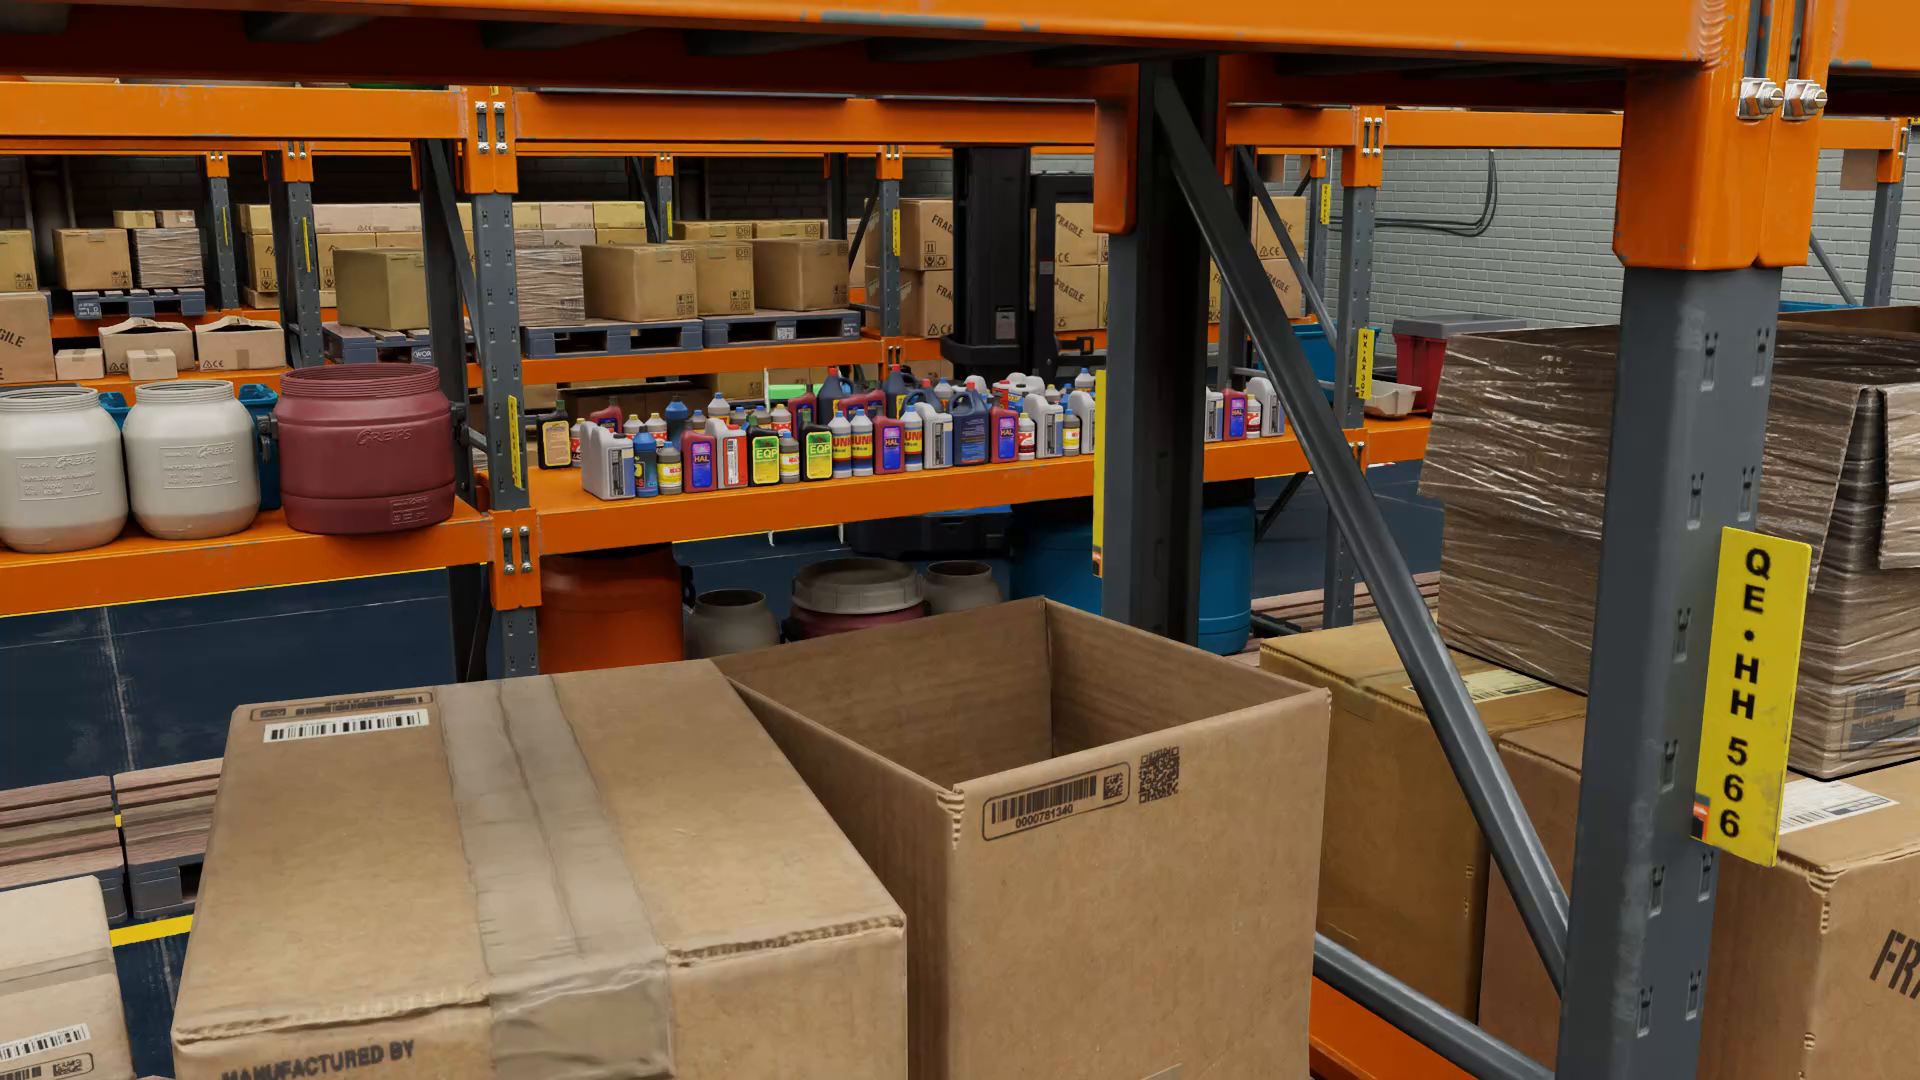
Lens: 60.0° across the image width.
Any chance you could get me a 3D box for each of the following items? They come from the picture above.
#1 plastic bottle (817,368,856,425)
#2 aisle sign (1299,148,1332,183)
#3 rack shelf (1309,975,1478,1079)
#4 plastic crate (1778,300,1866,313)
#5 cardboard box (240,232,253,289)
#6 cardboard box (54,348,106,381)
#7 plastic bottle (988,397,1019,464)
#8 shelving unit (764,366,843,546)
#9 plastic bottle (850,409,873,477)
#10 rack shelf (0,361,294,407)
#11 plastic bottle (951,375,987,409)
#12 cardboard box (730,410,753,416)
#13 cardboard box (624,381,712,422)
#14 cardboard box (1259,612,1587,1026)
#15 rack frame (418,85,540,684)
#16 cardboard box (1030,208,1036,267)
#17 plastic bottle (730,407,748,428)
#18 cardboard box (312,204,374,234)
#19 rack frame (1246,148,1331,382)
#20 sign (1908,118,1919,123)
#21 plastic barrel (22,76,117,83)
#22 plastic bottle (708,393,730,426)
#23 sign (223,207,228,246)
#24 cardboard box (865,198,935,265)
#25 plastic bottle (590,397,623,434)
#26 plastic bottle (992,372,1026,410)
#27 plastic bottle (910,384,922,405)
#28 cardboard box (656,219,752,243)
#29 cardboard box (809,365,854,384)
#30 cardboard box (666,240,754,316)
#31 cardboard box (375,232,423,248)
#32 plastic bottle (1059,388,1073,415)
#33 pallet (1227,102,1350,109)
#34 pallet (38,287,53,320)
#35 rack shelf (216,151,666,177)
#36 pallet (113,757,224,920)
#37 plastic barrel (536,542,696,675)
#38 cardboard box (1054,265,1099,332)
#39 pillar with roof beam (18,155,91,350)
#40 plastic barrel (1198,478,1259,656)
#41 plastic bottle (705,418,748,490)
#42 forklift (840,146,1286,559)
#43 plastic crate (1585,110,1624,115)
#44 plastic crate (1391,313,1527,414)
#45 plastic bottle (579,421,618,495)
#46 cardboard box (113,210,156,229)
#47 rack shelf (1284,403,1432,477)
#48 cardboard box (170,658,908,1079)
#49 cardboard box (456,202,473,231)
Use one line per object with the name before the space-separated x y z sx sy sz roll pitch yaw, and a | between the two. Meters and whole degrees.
plastic bottle | -0.555 -0.607 7.589 0.185 0.351 0.144 -7 14 -28
aisle sign | 2.990 -3.391 13.923 0.004 0.787 0.394 -7 14 -28
rack shelf | 2.260 0.717 3.229 4.000 0.370 1.077 -7 14 -28
plastic crate | 4.949 -1.195 9.869 0.499 0.435 0.616 -7 14 -28
cardboard box | -6.327 -2.591 15.340 0.500 0.500 0.500 -7 14 -28
cardboard box | -5.331 -1.065 10.083 0.250 0.149 0.380 -6 14 -24
plastic bottle | 0.185 -0.475 7.153 0.133 0.283 0.061 -7 14 -28
shelving unit | -1.075 -0.577 11.441 0.503 1.200 0.258 -2 13 -10
plastic bottle | -0.408 -0.402 6.858 0.097 0.271 0.097 0 13 0
rack shelf | -5.994 -0.771 9.844 4.000 0.370 1.077 -7 14 -28
plastic bottle | 0.037 -0.641 7.908 0.135 0.276 0.152 -7 14 -28
cardboard box | -1.732 -0.687 12.519 0.500 0.500 0.500 -7 14 -27
cardboard box | -2.147 -1.005 12.228 0.500 0.250 0.500 -7 14 -28
cardboard box | 0.819 0.428 2.647 0.500 0.500 0.500 -6 14 -26
rack frame | -1.869 -0.378 6.456 0.127 3.000 1.000 -7 14 -28
cardboard box | 0.273 -2.340 12.669 0.500 0.500 0.500 -7 15 -30
plastic bottle | -0.978 -0.490 7.406 0.097 0.201 0.097 0 13 0
cardboard box | -5.622 -2.911 15.055 0.500 0.250 0.500 -7 14 -29
rack frame | 2.783 -2.174 14.439 0.127 3.000 1.000 -7 14 -28
sign | 5.431 -2.527 9.414 0.005 0.325 0.100 -7 14 -28
plastic barrel | -2.873 -1.595 5.348 0.301 0.262 0.301 0 13 0
plastic bottle | -1.064 -0.514 7.353 0.097 0.271 0.097 0 13 0
sign | -6.347 -2.710 14.361 0.005 0.325 0.100 -7 14 -28
cardboard box | -0.408 -2.393 12.907 0.500 0.500 0.500 -7 14 -28
plastic bottle | -1.515 -0.470 7.131 0.133 0.283 0.061 -7 14 -28
plastic bottle | 0.241 -0.665 8.017 0.135 0.276 0.152 -7 14 -28
plastic bottle | -0.180 -0.584 7.663 0.097 0.271 0.097 0 13 0
cardboard box | -2.621 -2.908 17.016 0.700 0.700 0.980 -7 14 -27
cardboard box | -1.505 -1.858 17.770 0.500 0.500 0.700 -6 14 -27
cardboard box | -1.824 -1.916 12.107 0.500 0.500 0.700 -4 13 -19
cardboard box | -5.166 -2.598 15.370 0.500 0.500 0.500 -7 14 -28
plastic bottle | 0.494 -0.549 7.508 0.097 0.271 0.097 0 13 0
pallet | 1.001 -2.069 7.567 1.003 0.211 1.213 -7 14 -28
pallet | -8.333 -1.977 14.000 1.213 0.211 1.003 -7 14 -28
rack shelf | -4.860 -3.610 15.624 4.000 0.370 1.077 -7 14 -28
pallet | -2.567 1.057 6.433 1.213 0.211 1.003 -7 14 -28
plastic barrel | -1.447 0.421 6.891 0.708 0.830 0.600 -7 14 -28
cardboard box | 0.738 -1.910 13.037 0.500 0.500 0.500 -7 14 -28
pillar with roof beam | -6.108 -4.414 10.728 0.400 9.000 9.100 -7 14 -28
plastic barrel | 1.157 0.074 8.270 0.708 0.901 0.600 -7 14 -28
plastic bottle | -0.928 -0.349 6.611 0.135 0.276 0.152 -7 14 -28
forklift | 0.716 -1.441 11.337 3.031 2.935 1.130 -2 13 -10
plastic crate | 3.458 -2.289 8.717 0.530 0.136 0.437 -7 14 -28
plastic crate | 2.546 -0.905 8.515 0.583 0.464 0.402 -7 14 -28
plastic bottle | -1.407 -0.330 6.525 0.135 0.276 0.152 -7 14 -28
cardboard box | -7.179 -2.788 14.459 0.250 0.149 0.380 -10 16 -37
rack shelf | 3.398 -0.658 9.340 4.000 0.370 1.077 -7 14 -28
cardboard box | -0.392 0.466 1.524 0.500 0.500 0.700 -5 13 -20
cardboard box | -4.740 -3.020 15.536 0.500 0.250 0.500 -7 15 -29
